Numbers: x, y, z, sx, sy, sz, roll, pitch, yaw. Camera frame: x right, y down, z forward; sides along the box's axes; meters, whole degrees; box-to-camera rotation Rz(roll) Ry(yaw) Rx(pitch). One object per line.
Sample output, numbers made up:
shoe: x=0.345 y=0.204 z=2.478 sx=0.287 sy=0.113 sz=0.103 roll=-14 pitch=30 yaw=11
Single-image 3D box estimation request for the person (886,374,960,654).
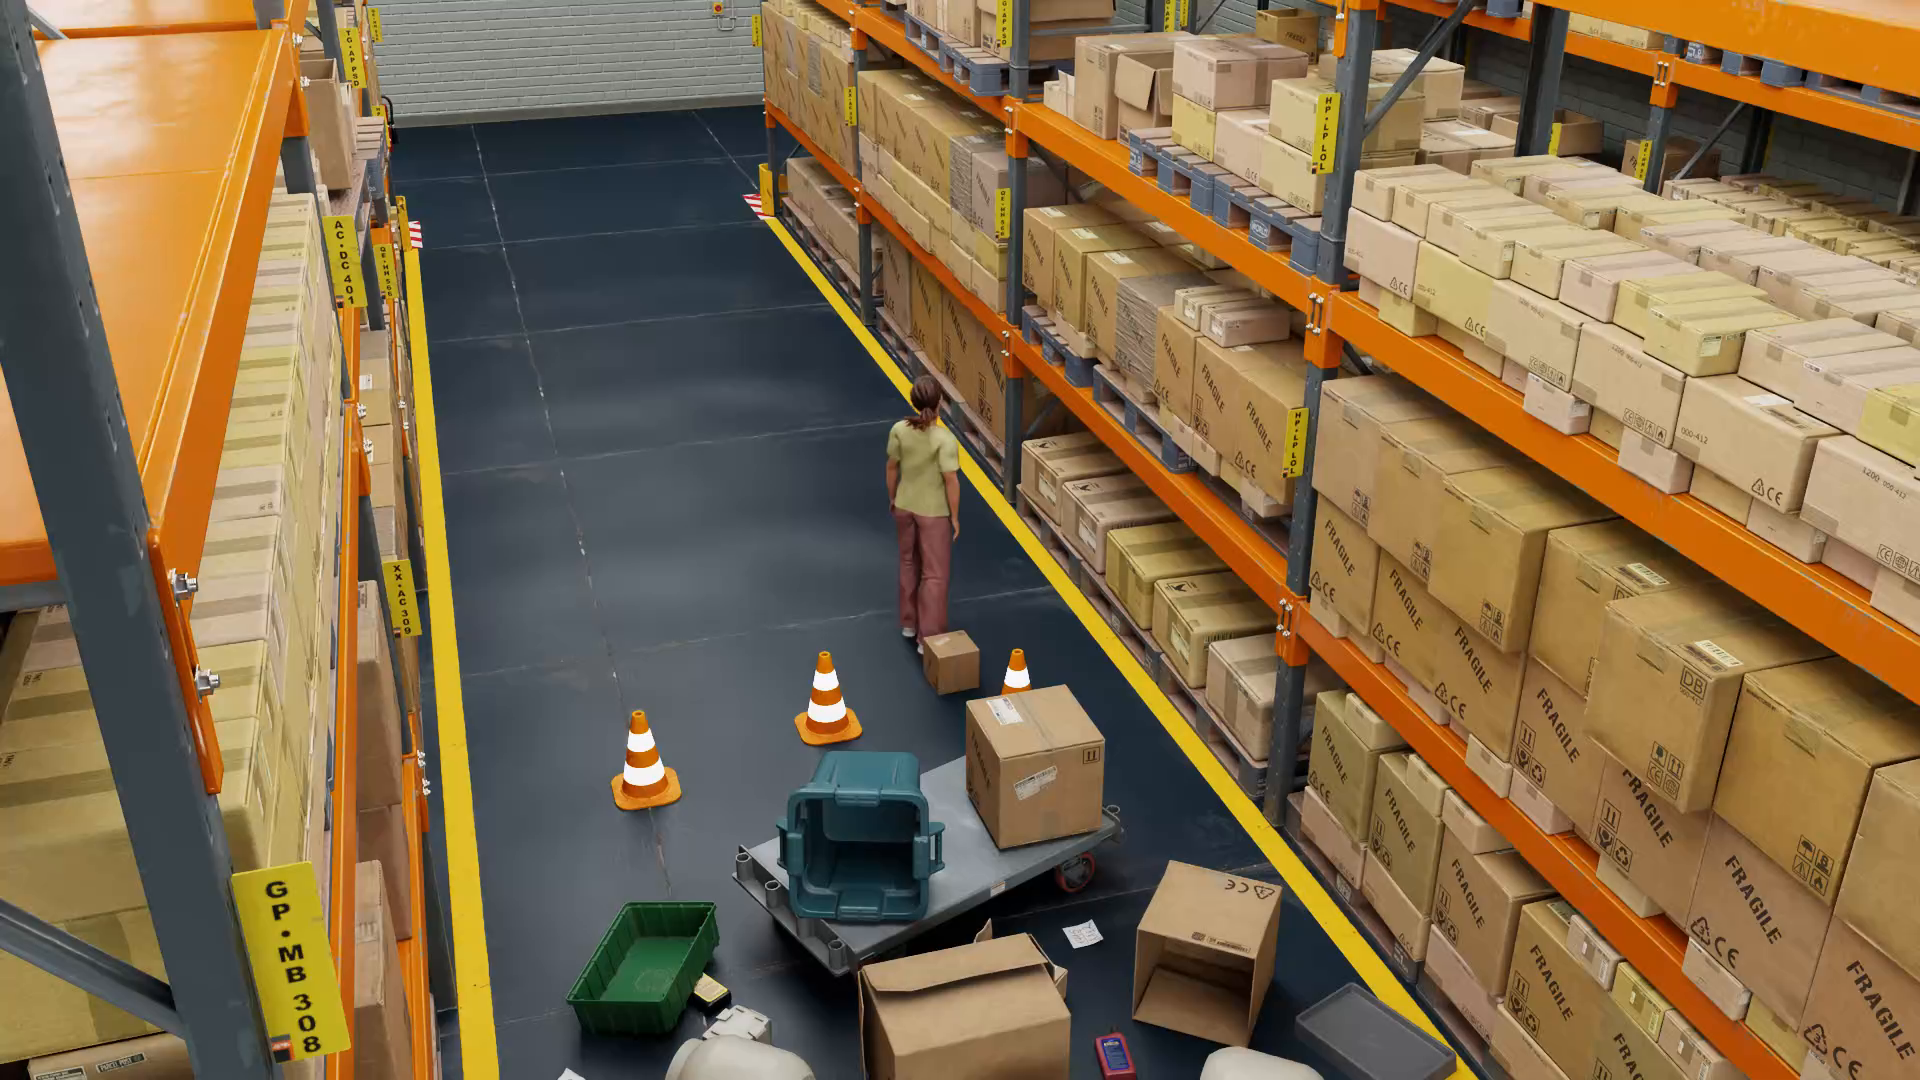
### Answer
person: x=-0.184 y=-0.161 z=9.621 sx=0.519 sy=1.674 sz=0.429 roll=16 pitch=31 yaw=29
